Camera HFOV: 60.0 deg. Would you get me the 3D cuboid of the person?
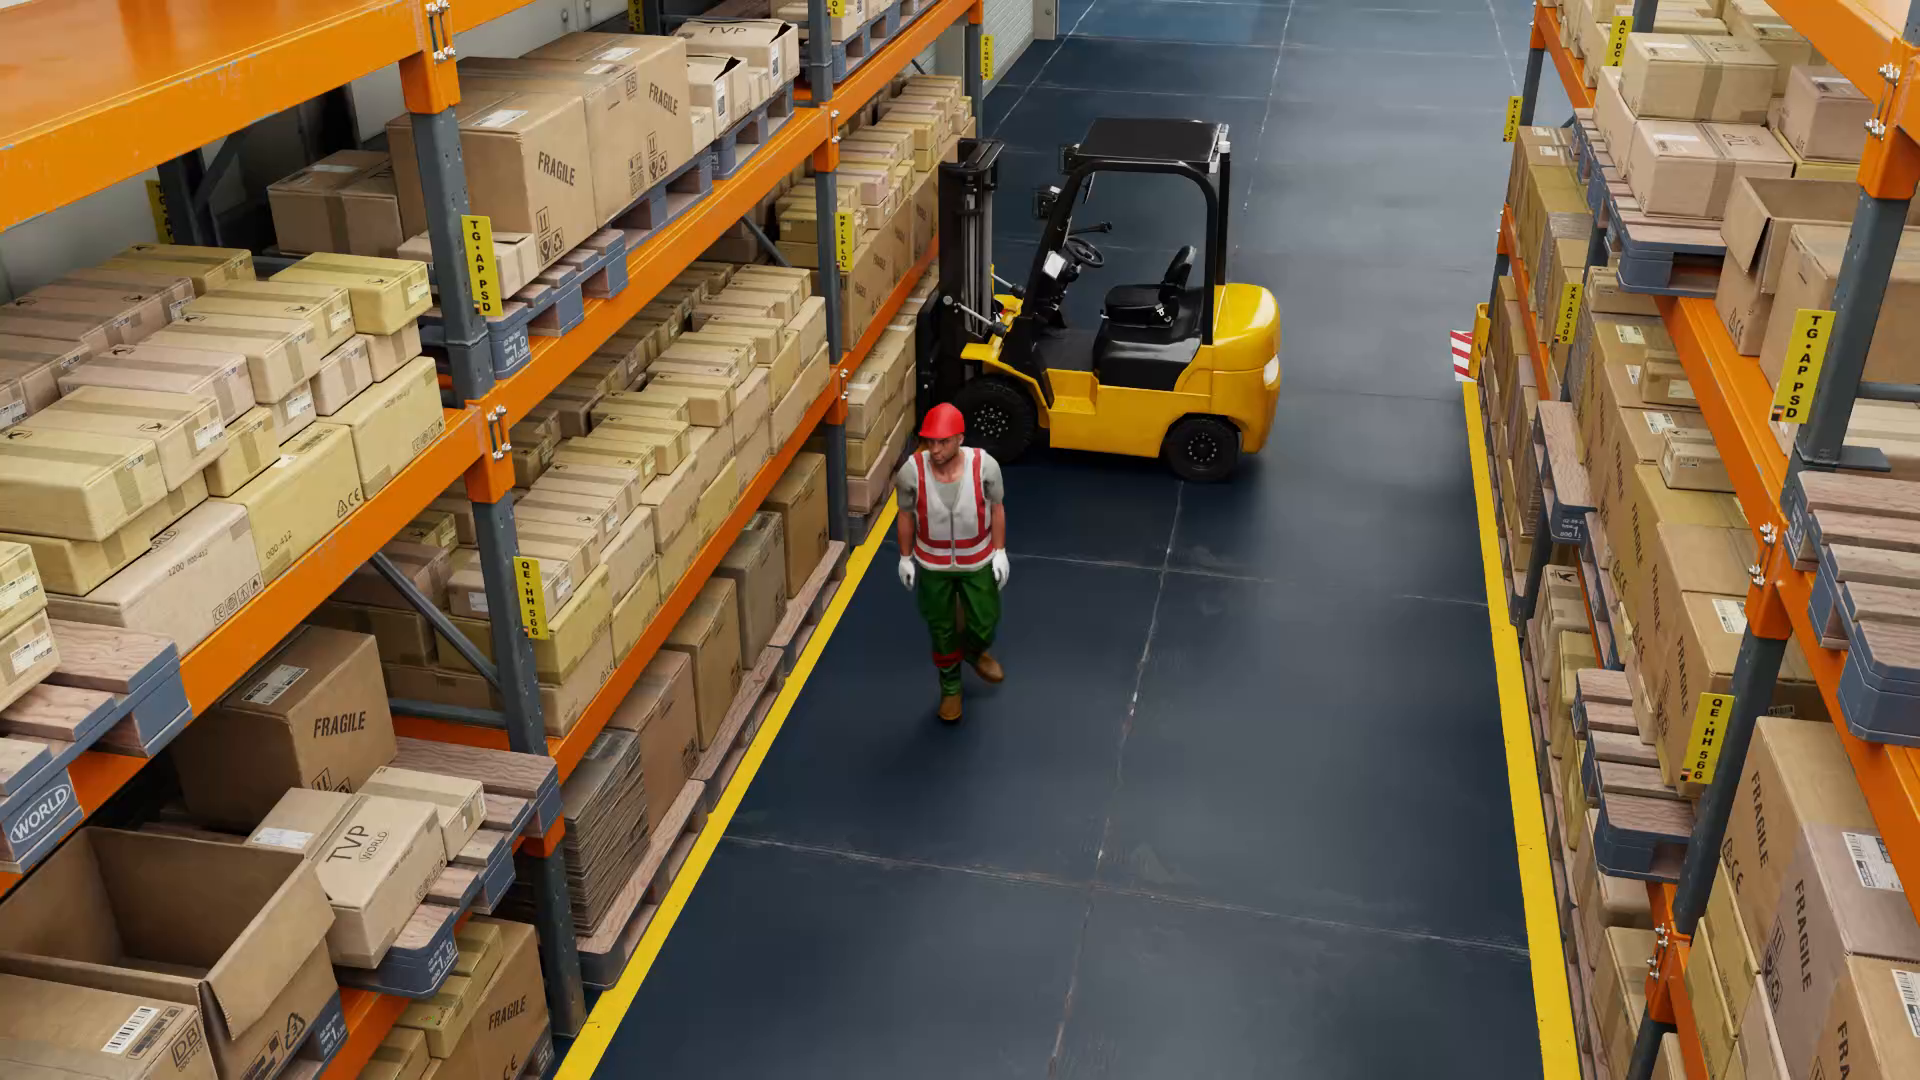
[{"bbox_3d":[-0.033,0.086,8.423,0.572,1.784,0.558,0,29,0],"label":"person"}]
